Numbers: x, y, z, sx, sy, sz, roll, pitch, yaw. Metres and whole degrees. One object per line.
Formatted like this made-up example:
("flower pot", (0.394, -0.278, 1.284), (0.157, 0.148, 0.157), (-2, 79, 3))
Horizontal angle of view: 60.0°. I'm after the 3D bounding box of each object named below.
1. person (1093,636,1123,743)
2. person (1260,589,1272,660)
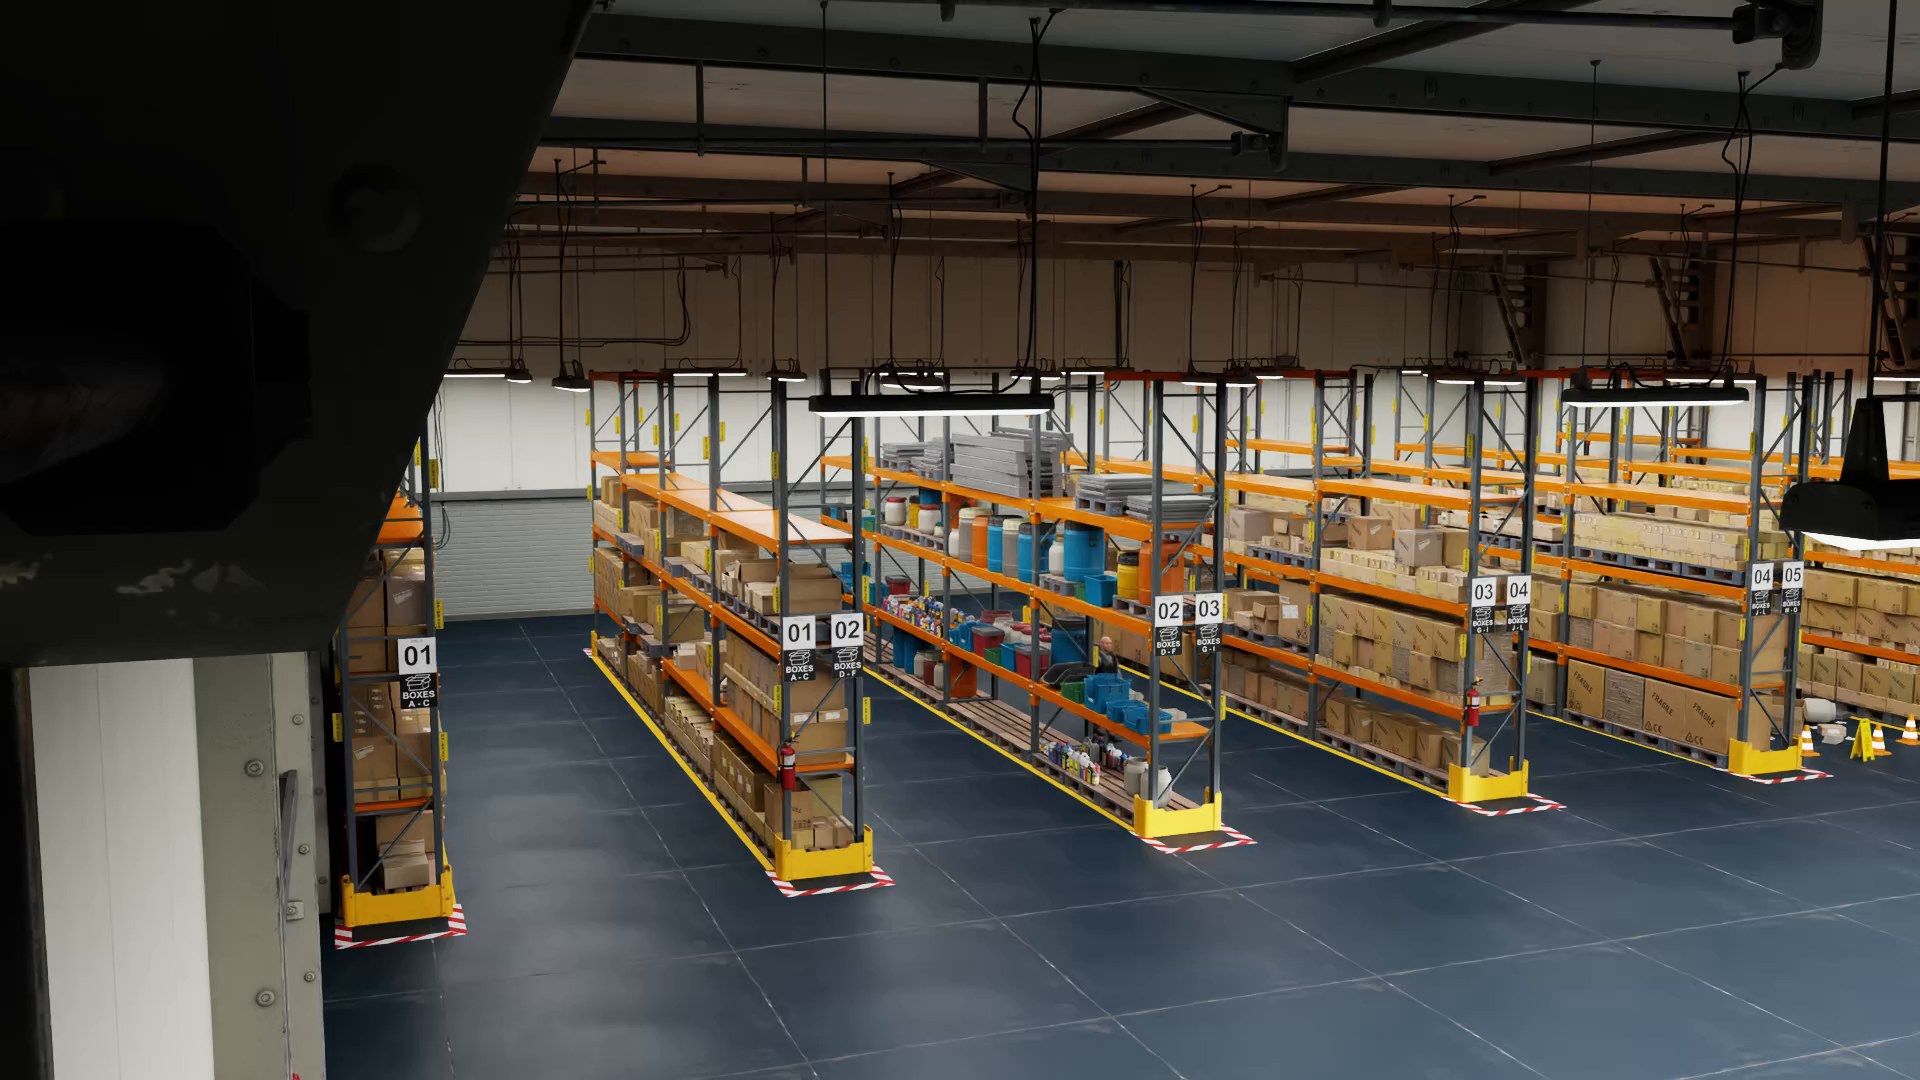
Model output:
("person", (2.443, 2.429, 27.290), (0.869, 1.694, 0.556), (6, 9, 44))
("person", (6.114, 1.797, 33.513), (0.479, 1.602, 0.528), (-6, 9, -44))
